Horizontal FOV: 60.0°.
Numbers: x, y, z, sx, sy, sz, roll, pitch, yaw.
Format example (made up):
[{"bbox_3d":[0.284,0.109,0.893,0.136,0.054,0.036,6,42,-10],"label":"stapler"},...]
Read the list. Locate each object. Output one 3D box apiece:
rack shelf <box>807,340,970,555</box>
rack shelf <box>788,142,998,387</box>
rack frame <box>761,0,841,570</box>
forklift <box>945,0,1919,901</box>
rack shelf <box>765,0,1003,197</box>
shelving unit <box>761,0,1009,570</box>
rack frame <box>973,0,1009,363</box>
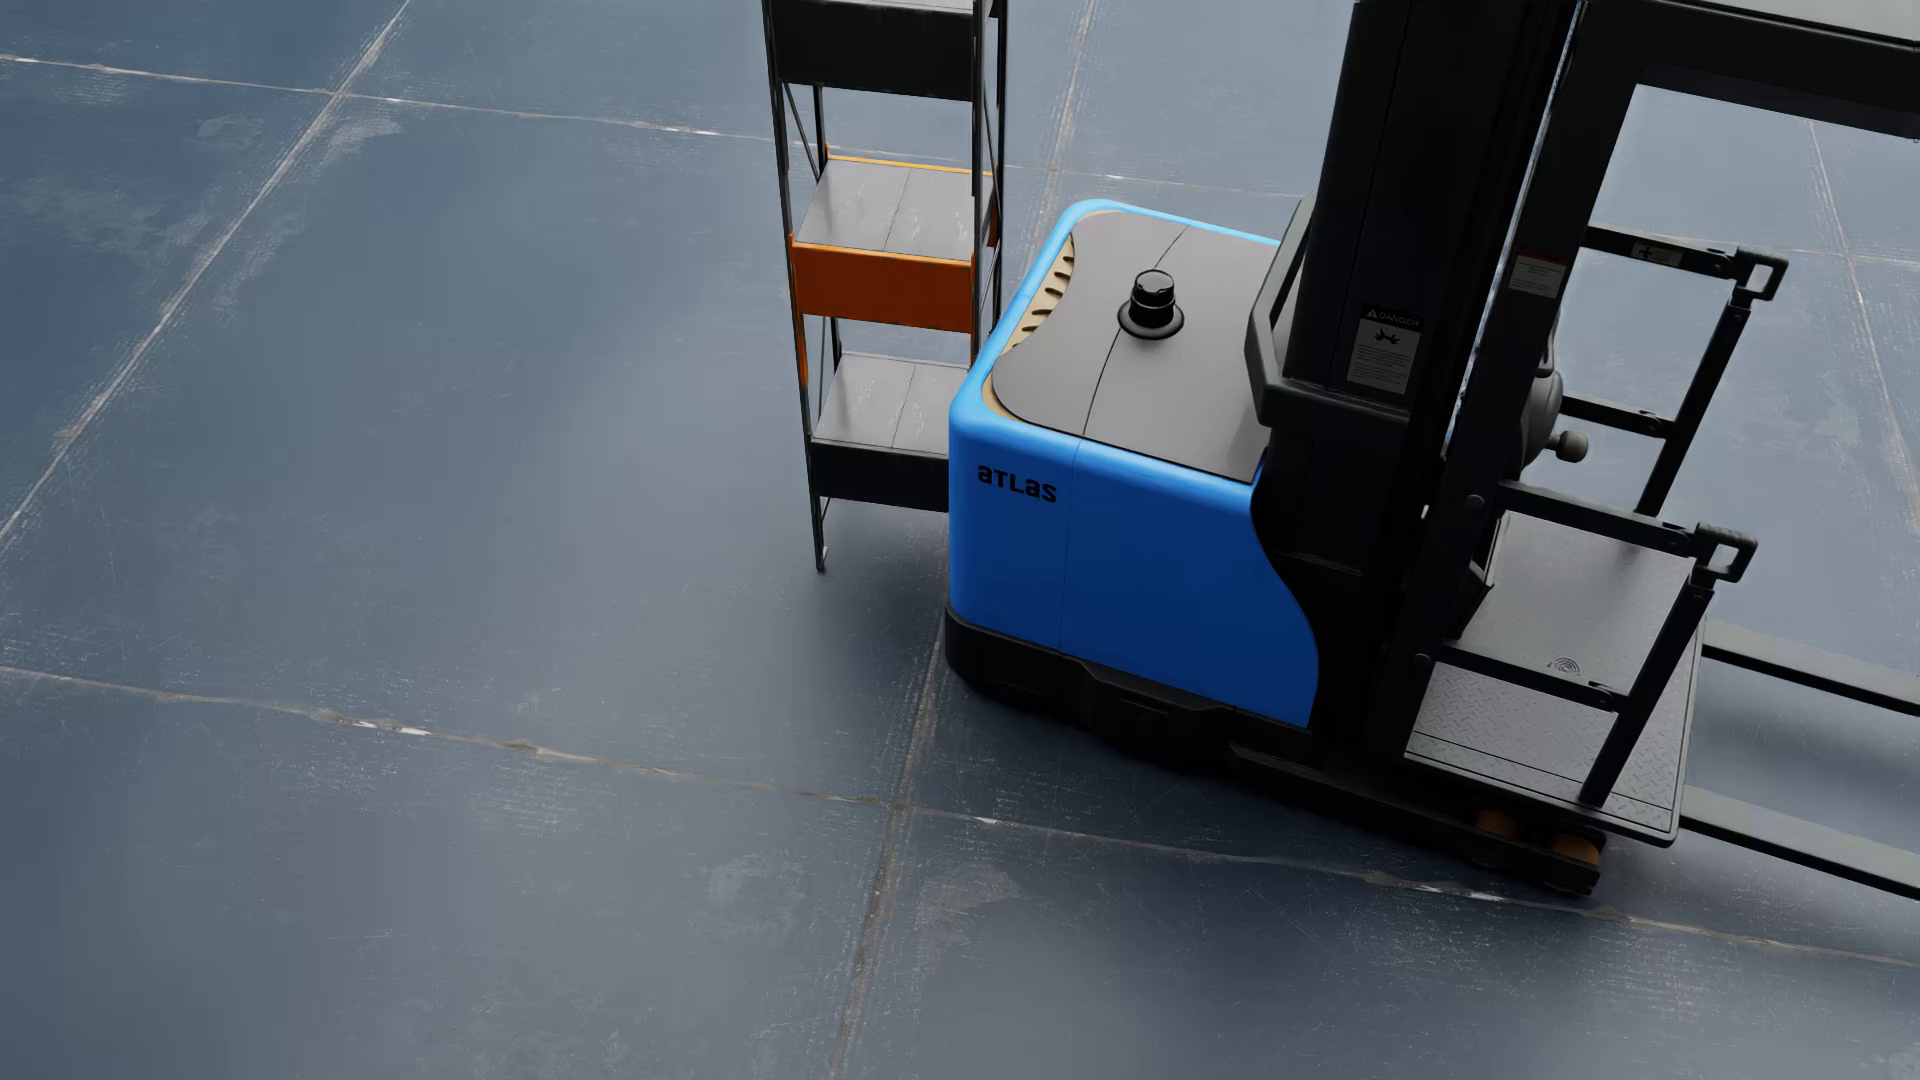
[{"bbox_3d":[-0.163,-0.247,5.019,0.480,0.518,0.431,8,49,7],"label":"rack shelf"},{"bbox_3d":[-0.163,-0.715,4.499,0.480,0.518,0.431,8,49,7],"label":"rack shelf"},{"bbox_3d":[-0.403,-0.756,4.518,0.015,2.100,0.400,8,49,7],"label":"rack frame"},{"bbox_3d":[1.525,-0.500,3.729,3.031,2.935,1.130,17,50,14],"label":"forklift"},{"bbox_3d":[-0.163,-1.182,3.978,0.480,0.518,0.431,8,49,7],"label":"rack shelf"},{"bbox_3d":[-0.163,-0.724,4.489,0.503,2.100,0.431,8,49,7],"label":"shelving unit"},{"bbox_3d":[0.077,-0.691,4.460,0.015,2.100,0.400,8,49,7],"label":"rack frame"}]
